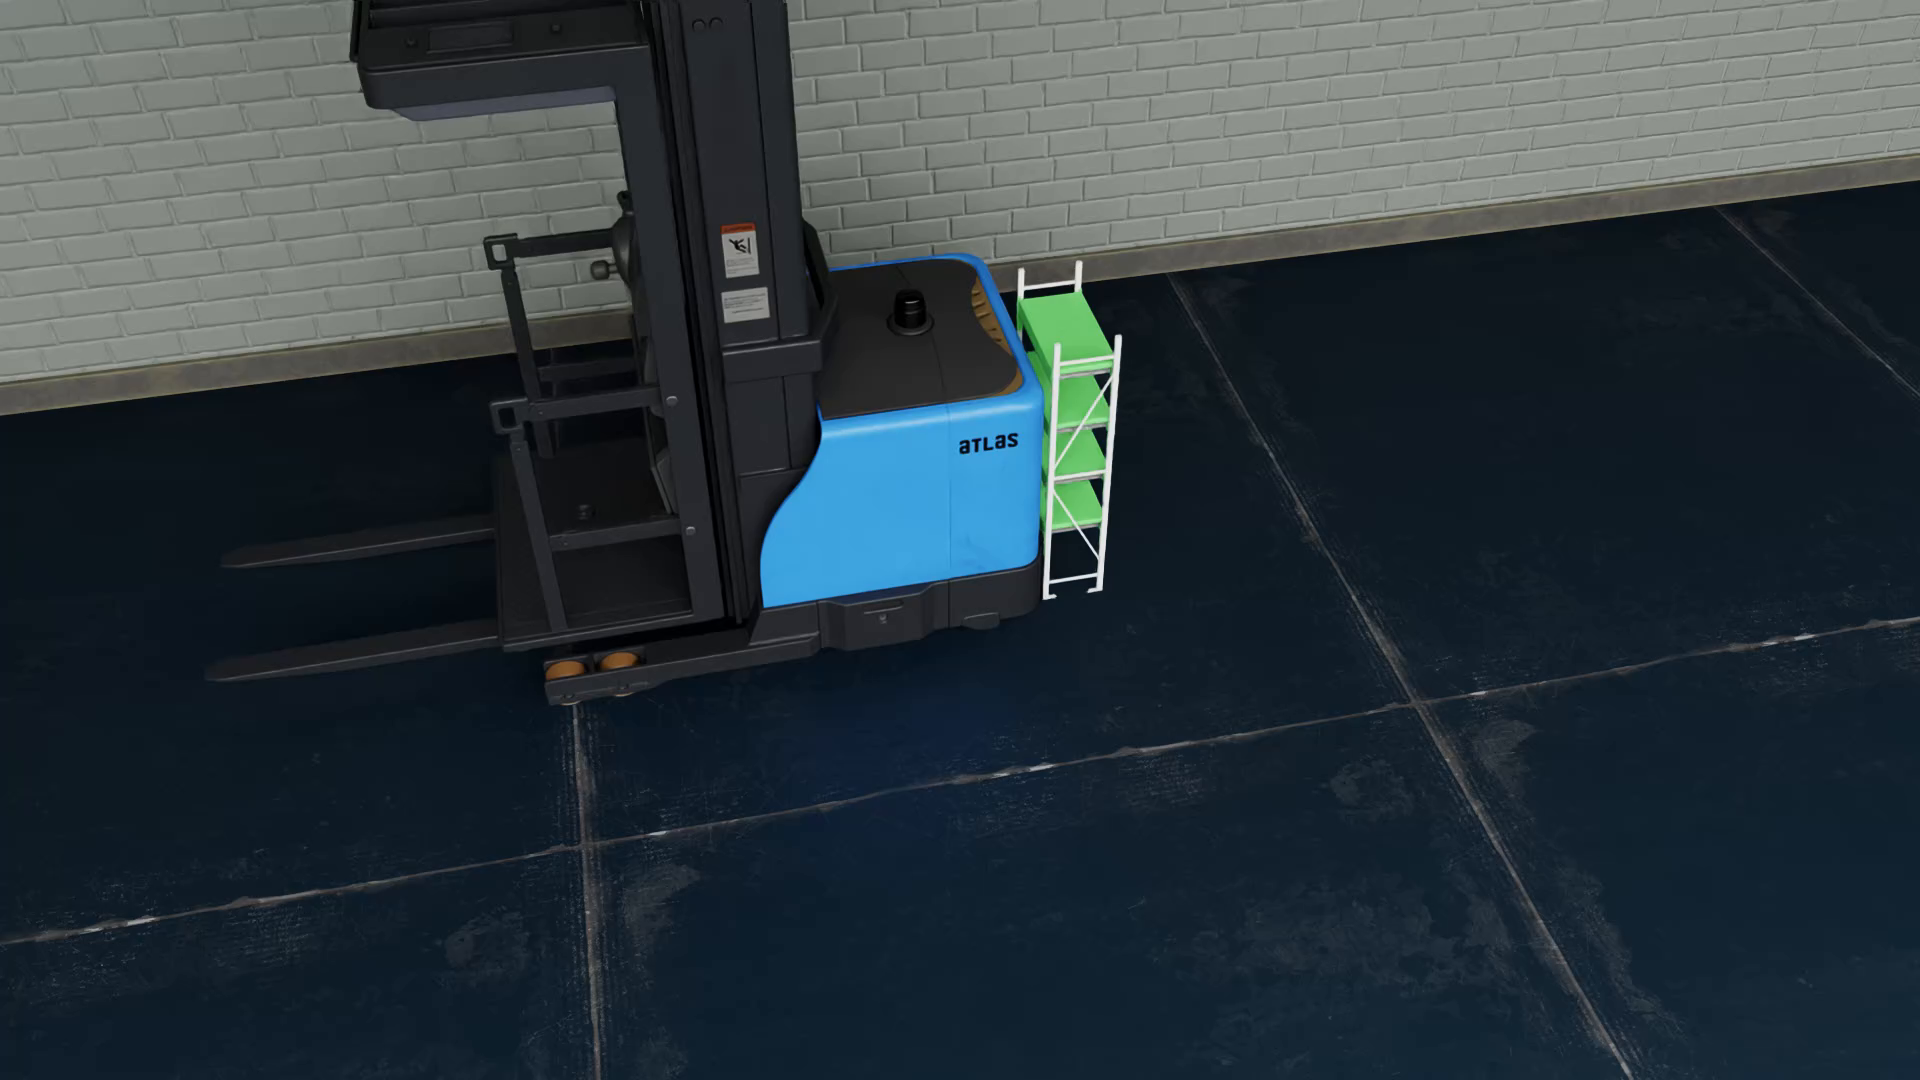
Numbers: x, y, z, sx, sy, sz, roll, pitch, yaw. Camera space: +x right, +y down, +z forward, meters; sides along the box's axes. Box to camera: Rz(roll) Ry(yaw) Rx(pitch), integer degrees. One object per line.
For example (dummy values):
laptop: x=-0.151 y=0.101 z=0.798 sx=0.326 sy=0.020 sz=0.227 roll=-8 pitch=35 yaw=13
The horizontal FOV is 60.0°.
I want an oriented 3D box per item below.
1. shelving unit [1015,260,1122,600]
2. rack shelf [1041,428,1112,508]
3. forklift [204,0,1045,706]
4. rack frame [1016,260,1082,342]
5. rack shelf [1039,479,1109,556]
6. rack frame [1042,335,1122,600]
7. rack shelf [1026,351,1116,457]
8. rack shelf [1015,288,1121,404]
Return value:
shelving unit: x=0.385 y=-0.396 z=6.292 sx=0.258 sy=1.200 sz=0.503 roll=-9 pitch=42 yaw=-10
rack shelf: x=0.385 y=-0.348 z=6.334 sx=0.258 sy=0.148 sz=0.480 roll=-9 pitch=42 yaw=-10
forklift: x=-1.266 y=-0.880 z=5.534 sx=3.031 sy=2.935 sz=1.130 roll=-9 pitch=42 yaw=-10
rack frame: x=0.329 y=-0.554 z=6.470 sx=0.240 sy=1.200 sz=0.015 roll=-9 pitch=42 yaw=-10
rack shelf: x=0.384 y=-0.169 z=6.494 sx=0.258 sy=0.148 sz=0.480 roll=-9 pitch=42 yaw=-10
rack frame: x=0.440 y=-0.238 z=6.114 sx=0.240 sy=1.200 sz=0.015 roll=-9 pitch=42 yaw=-10
rack shelf: x=0.385 y=-0.528 z=6.175 sx=0.258 sy=0.148 sz=0.480 roll=-9 pitch=42 yaw=-10
rack shelf: x=0.385 y=-0.707 z=6.016 sx=0.258 sy=0.148 sz=0.480 roll=-9 pitch=42 yaw=-10
